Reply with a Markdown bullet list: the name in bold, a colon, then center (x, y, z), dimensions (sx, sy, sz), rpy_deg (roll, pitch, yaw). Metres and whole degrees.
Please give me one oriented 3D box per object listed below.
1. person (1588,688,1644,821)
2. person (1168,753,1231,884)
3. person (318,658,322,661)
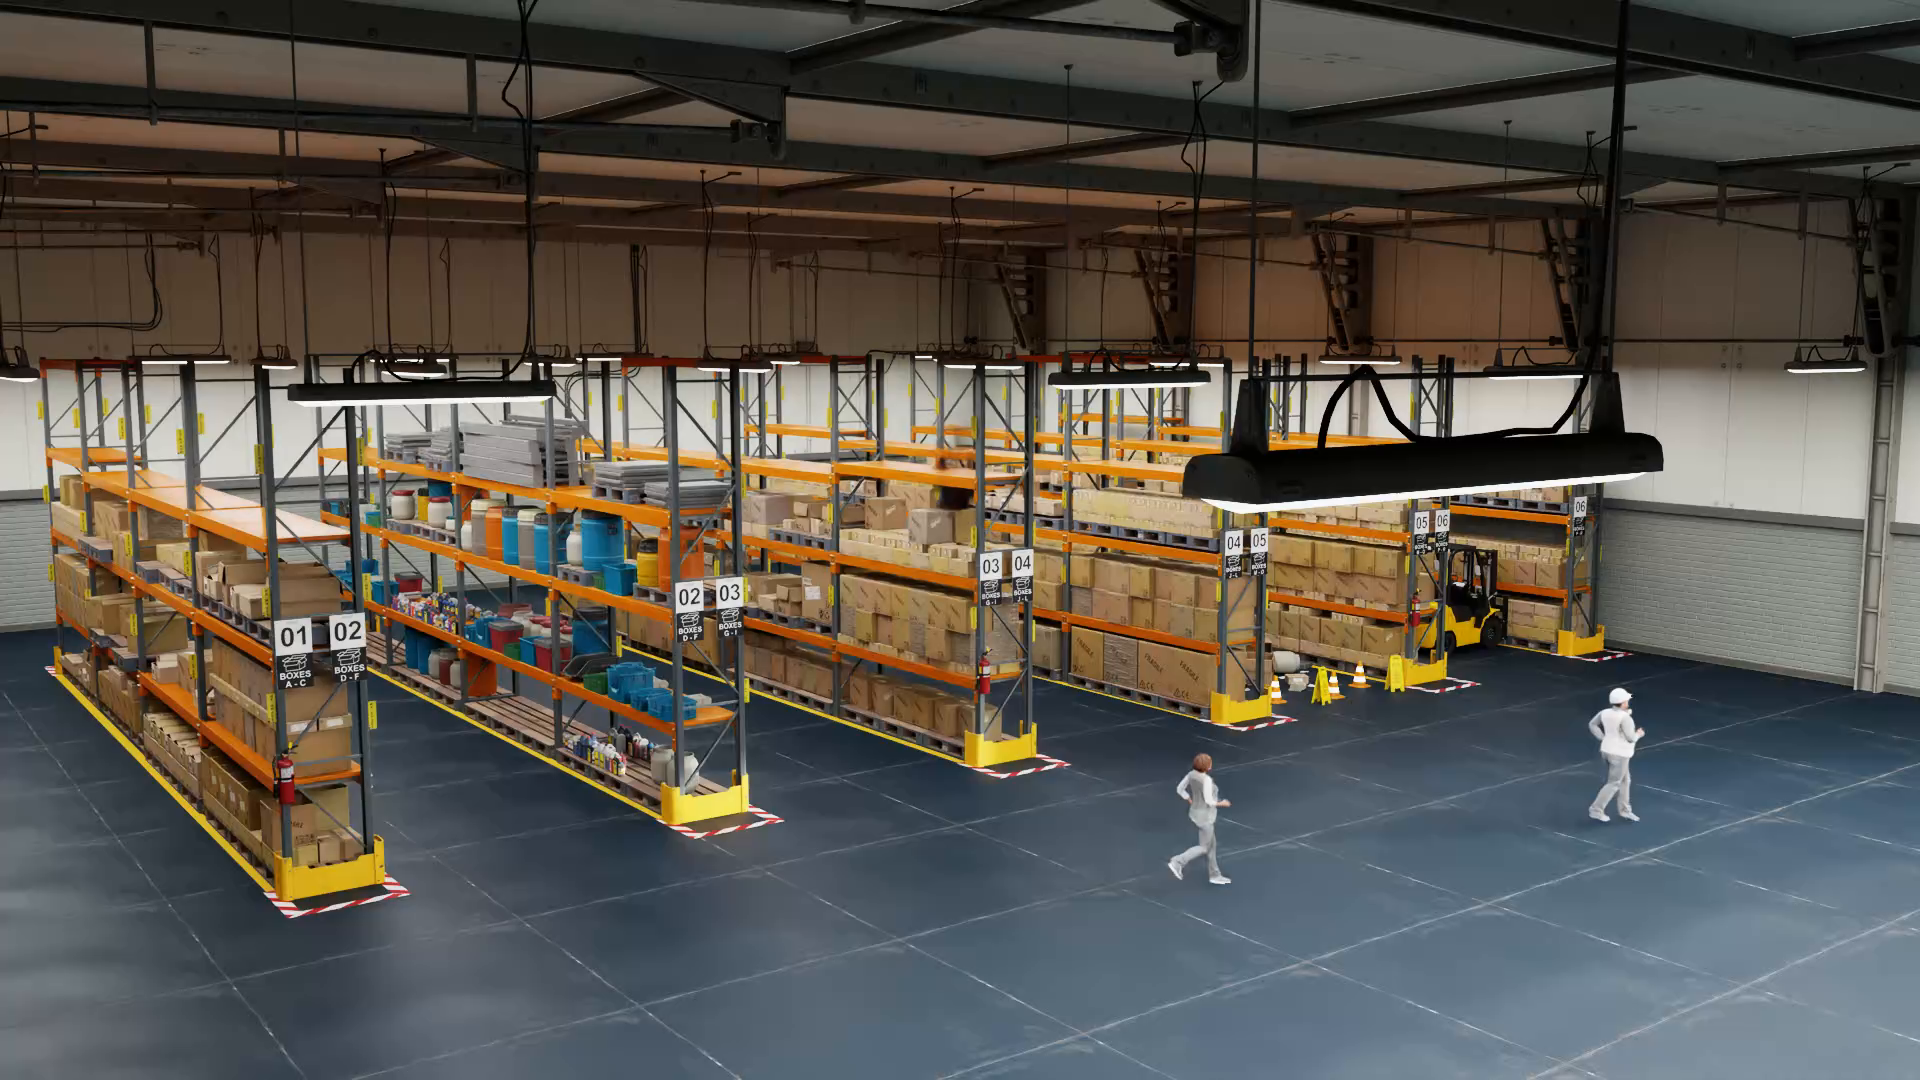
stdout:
- **person**: center (8.590, 2.830, 21.746), dimensions (0.801, 1.806, 0.654), rpy_deg (-1, 7, -11)
- **person**: center (2.770, 3.289, 19.223), dimensions (0.839, 1.498, 0.538), rpy_deg (-2, 7, -19)
- **person**: center (-11.194, 2.056, 28.596), dimensions (0.896, 1.707, 0.574), rpy_deg (6, 9, 41)
